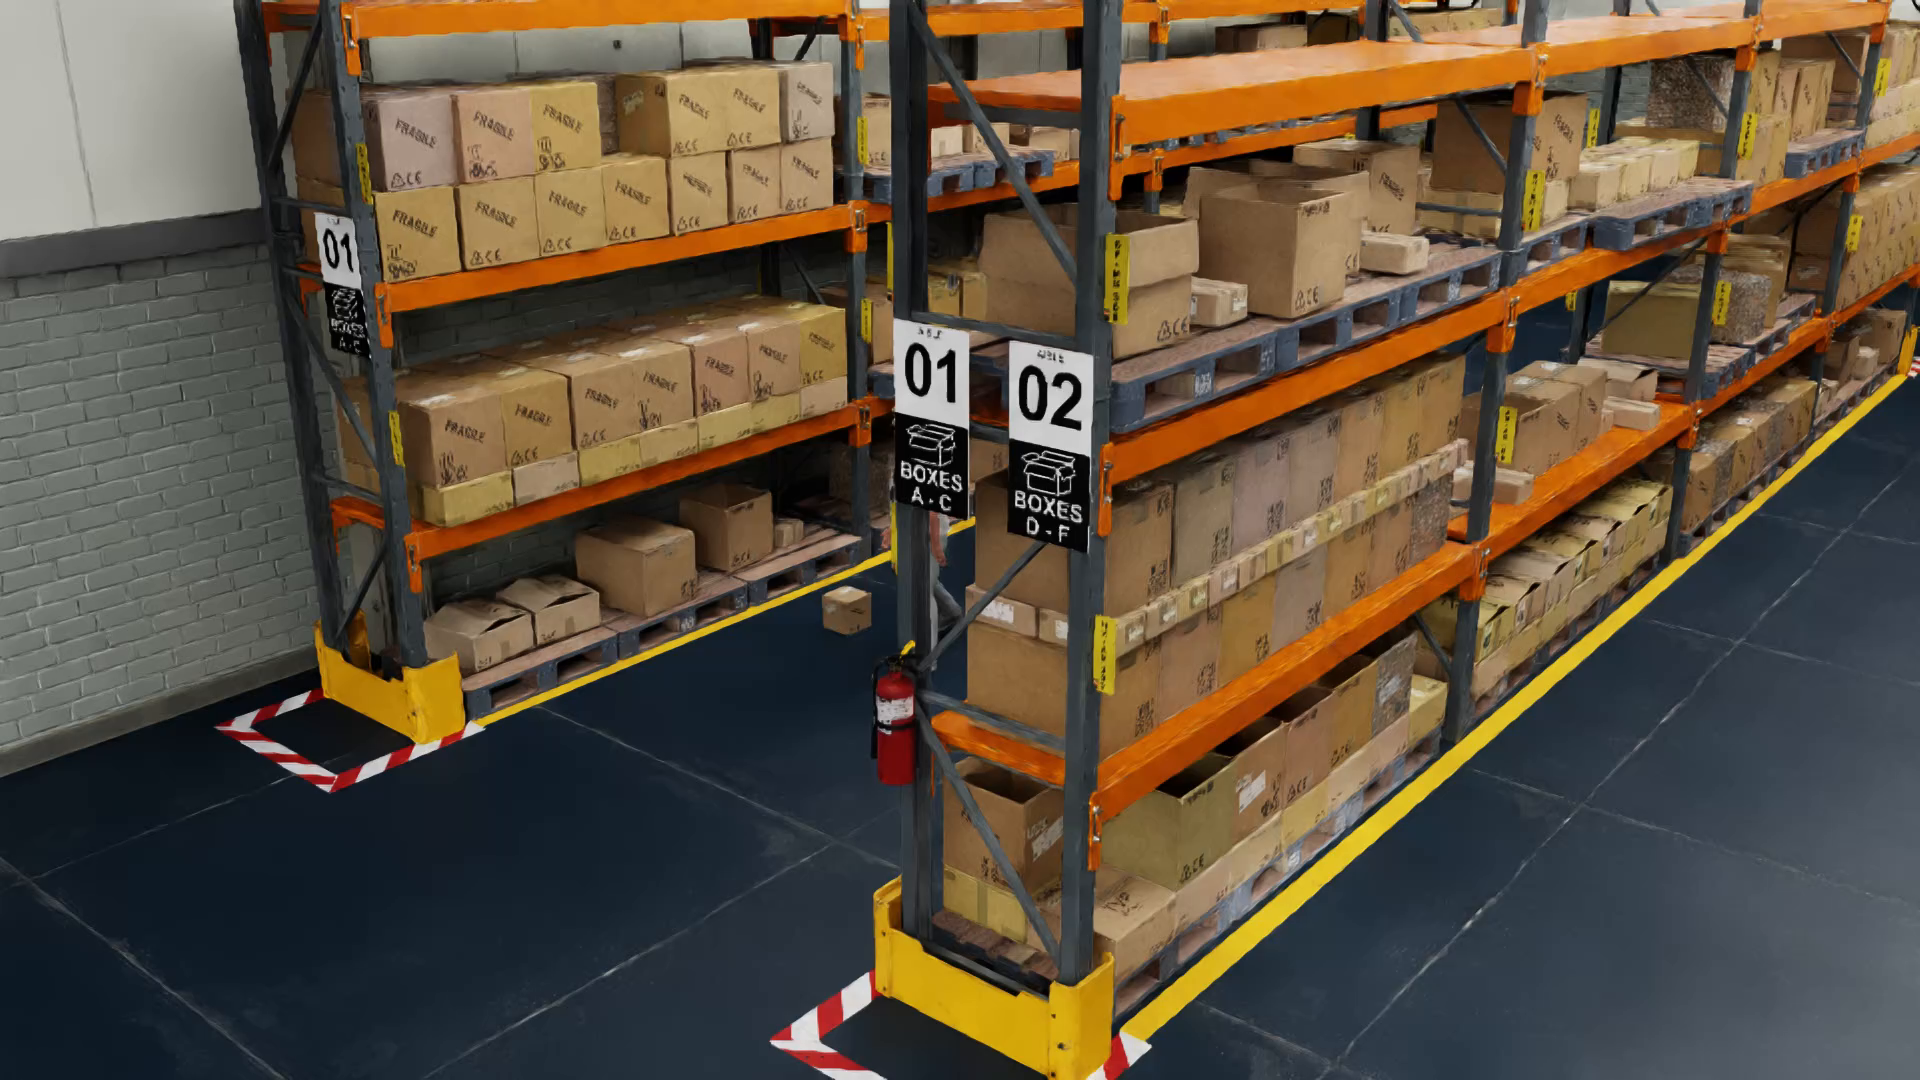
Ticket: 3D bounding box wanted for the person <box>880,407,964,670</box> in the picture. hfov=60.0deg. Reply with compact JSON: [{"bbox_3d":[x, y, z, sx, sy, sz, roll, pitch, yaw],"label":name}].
[{"bbox_3d":[-0.227,-0.031,11.202,0.603,1.695,0.827,-2,20,-6],"label":"person"}]
